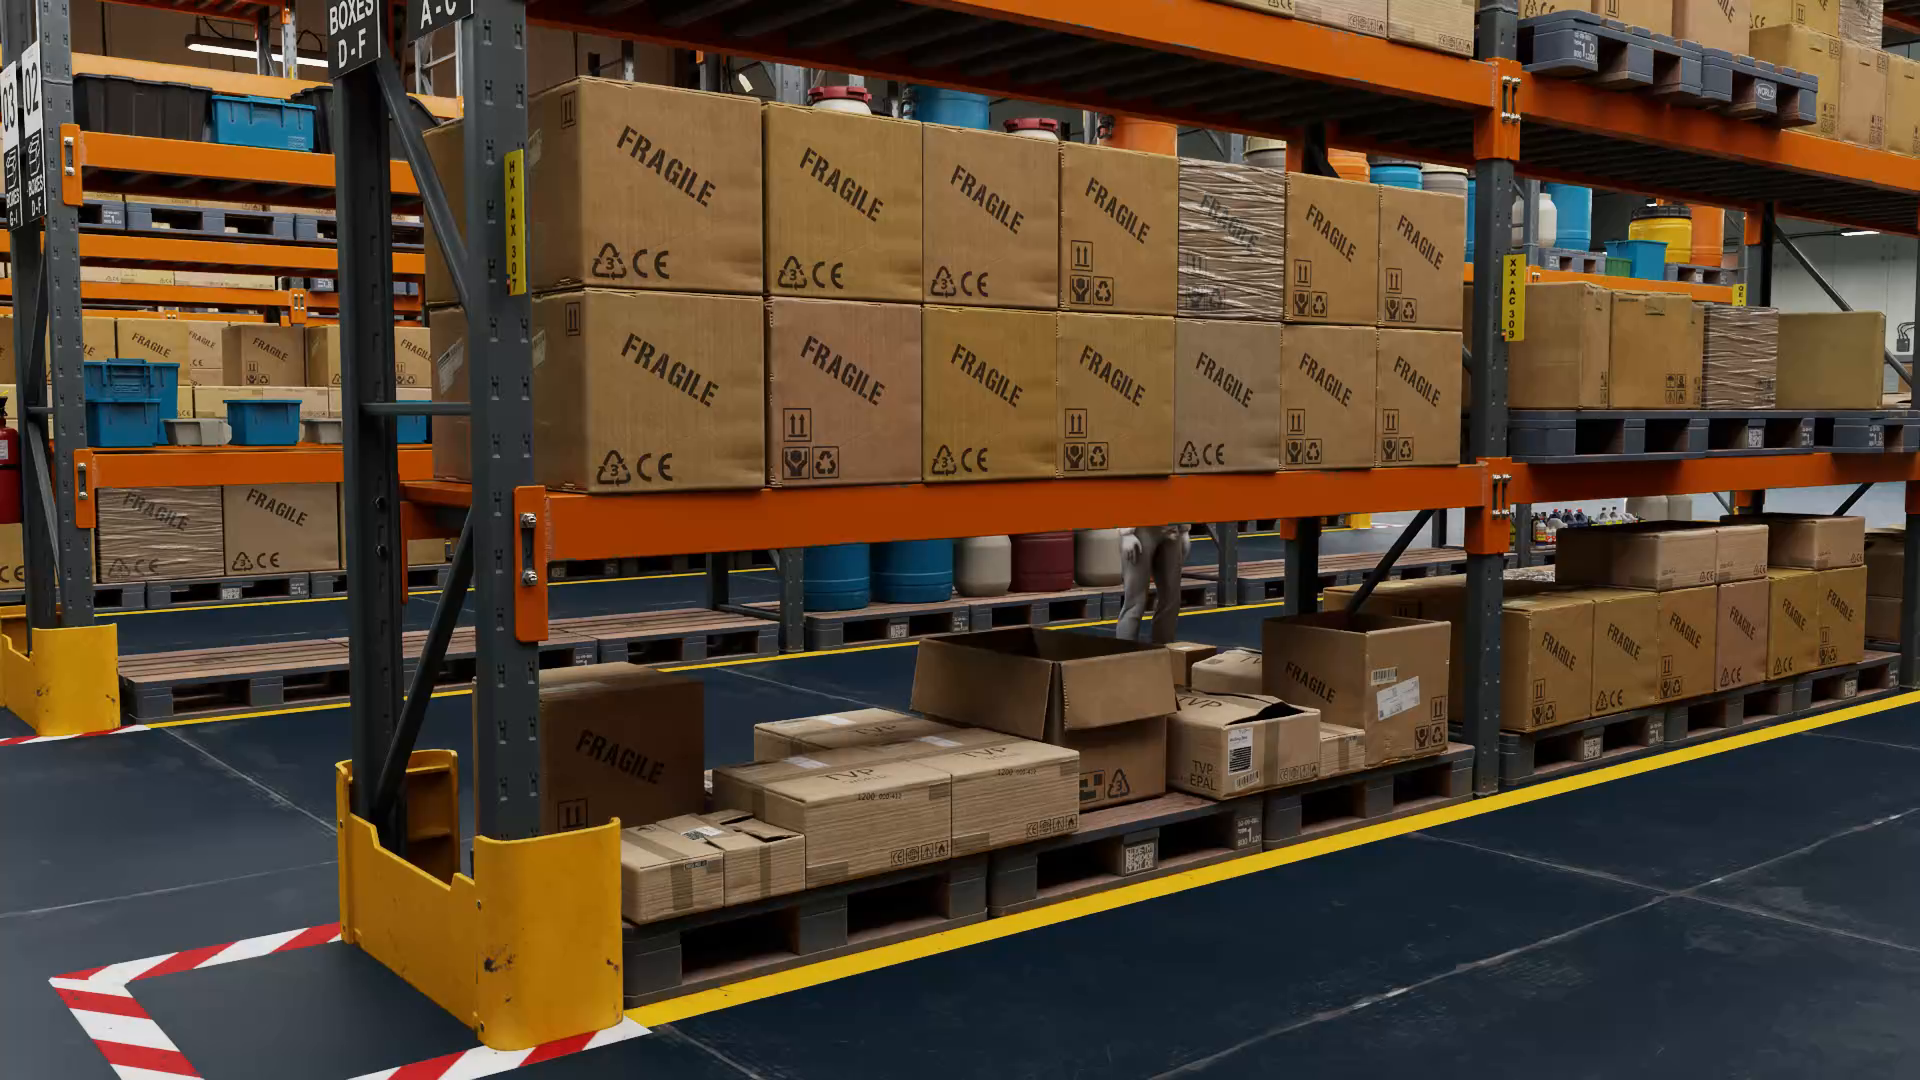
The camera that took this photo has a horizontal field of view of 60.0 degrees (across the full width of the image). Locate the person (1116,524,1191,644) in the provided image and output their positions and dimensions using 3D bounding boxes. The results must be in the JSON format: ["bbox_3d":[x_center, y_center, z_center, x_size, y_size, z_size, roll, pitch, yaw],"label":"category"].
[{"bbox_3d":[1.061,-0.024,9.031,0.540,1.664,0.406,-4,6,-41],"label":"person"}]
